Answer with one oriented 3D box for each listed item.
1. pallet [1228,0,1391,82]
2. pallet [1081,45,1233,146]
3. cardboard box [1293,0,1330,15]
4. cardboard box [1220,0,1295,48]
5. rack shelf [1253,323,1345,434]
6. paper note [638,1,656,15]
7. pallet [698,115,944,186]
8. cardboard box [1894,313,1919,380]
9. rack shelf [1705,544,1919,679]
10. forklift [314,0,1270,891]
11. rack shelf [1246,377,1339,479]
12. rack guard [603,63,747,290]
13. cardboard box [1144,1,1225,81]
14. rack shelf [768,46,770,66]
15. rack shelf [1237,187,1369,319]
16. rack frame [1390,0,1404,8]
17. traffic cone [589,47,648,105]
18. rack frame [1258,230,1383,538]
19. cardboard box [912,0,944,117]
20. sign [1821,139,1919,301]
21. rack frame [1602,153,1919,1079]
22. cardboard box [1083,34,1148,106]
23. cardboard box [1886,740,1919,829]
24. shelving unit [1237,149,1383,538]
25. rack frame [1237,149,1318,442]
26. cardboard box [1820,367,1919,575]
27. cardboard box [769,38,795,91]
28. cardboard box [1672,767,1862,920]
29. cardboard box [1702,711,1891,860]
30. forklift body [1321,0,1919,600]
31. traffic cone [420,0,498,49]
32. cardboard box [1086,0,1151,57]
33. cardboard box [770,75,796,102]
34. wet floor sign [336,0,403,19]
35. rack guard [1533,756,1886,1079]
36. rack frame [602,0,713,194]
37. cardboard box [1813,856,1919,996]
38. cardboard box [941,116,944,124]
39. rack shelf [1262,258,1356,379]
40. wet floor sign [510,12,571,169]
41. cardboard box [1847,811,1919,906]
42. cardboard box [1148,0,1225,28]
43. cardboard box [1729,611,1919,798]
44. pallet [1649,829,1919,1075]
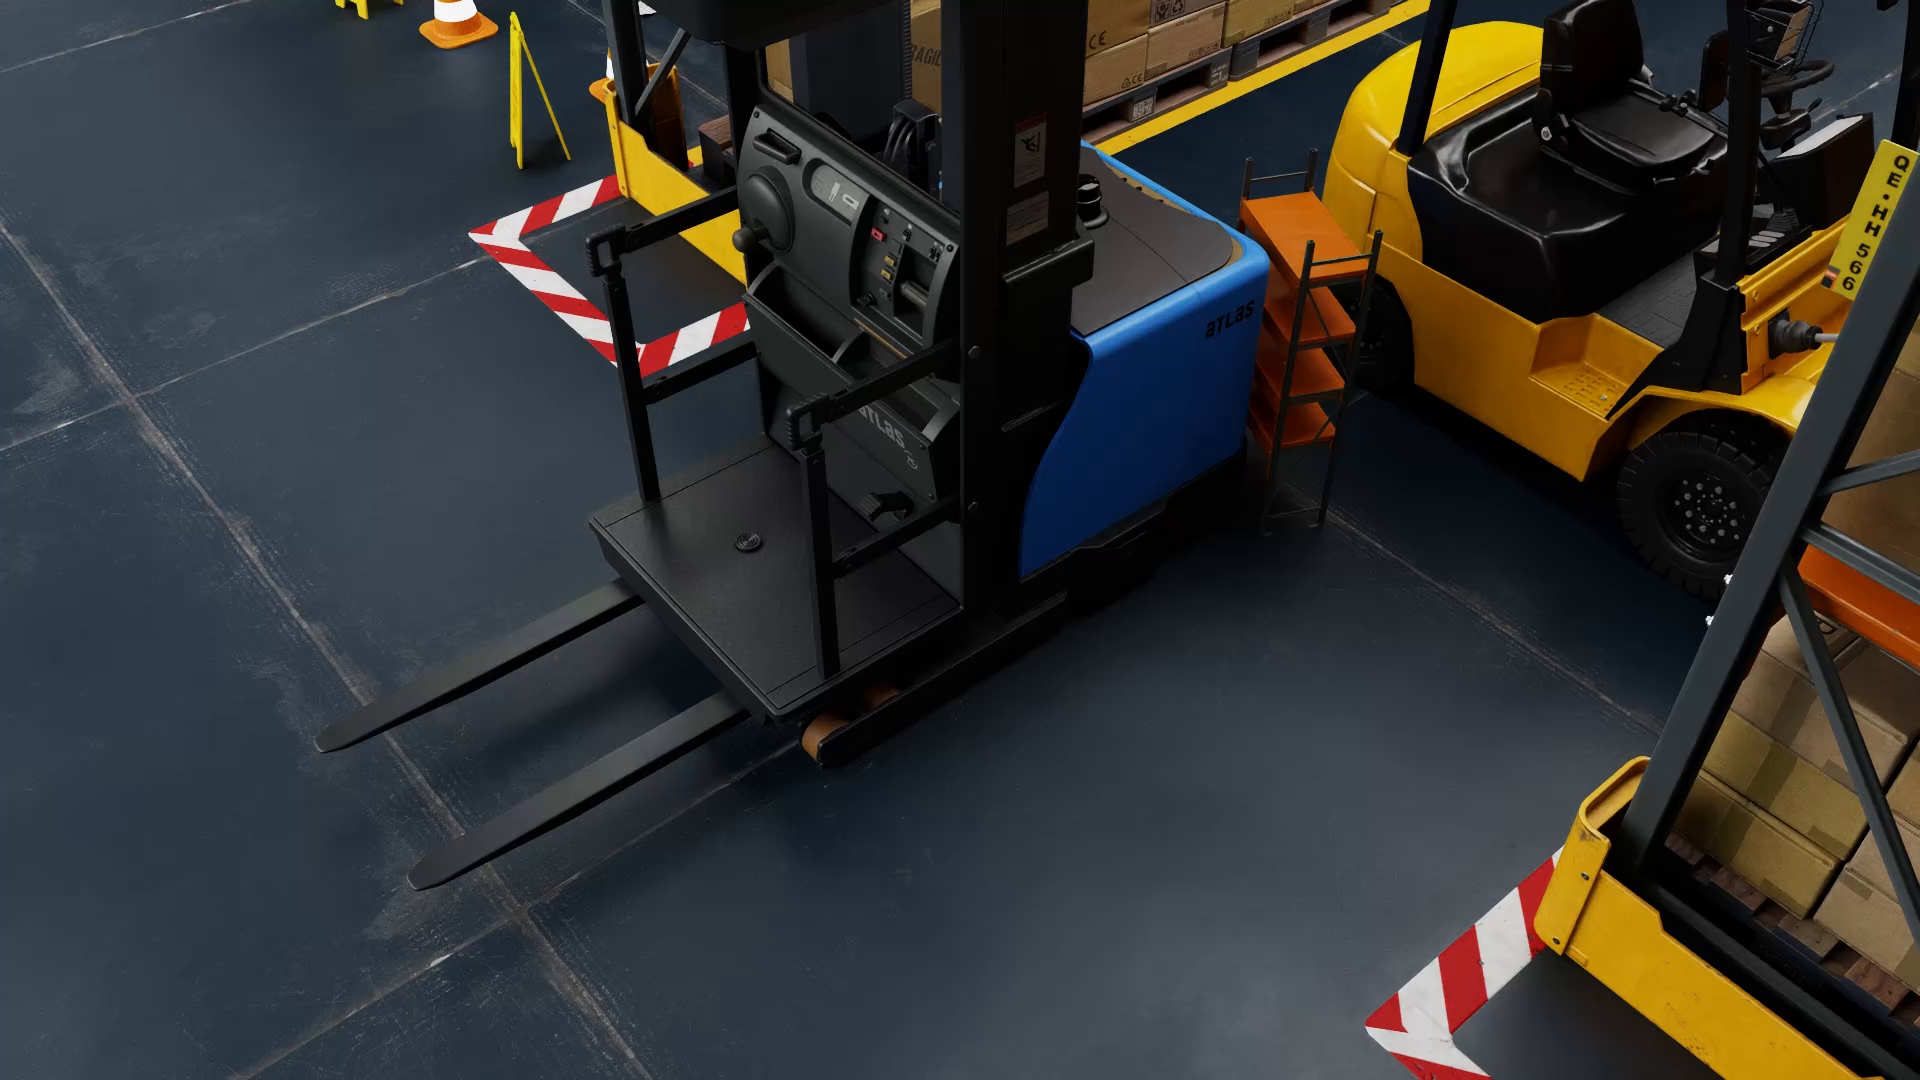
[{"bbox_3d":[1.477,-2.835,8.614,1.213,0.211,1.003,-30,51,-28],"label":"pallet"},{"bbox_3d":[0.540,-2.296,8.041,1.213,0.211,1.003,-30,51,-28],"label":"pallet"},{"bbox_3d":[1.688,-2.915,8.364,0.500,0.250,0.500,-28,50,-26],"label":"cardboard box"},{"bbox_3d":[1.286,-2.676,8.109,0.500,0.250,0.500,-31,51,-29],"label":"cardboard box"},{"bbox_3d":[1.089,-0.582,5.591,0.258,0.148,0.480,-10,44,-11],"label":"rack shelf"},{"bbox_3d":[-1.651,-2.786,8.694,0.148,0.019,0.142,22,47,21],"label":"paper note"},{"bbox_3d":[-0.395,-1.763,7.473,1.213,0.211,1.003,-30,51,-28],"label":"pallet"},{"bbox_3d":[2.175,-0.375,3.412,0.250,0.149,0.380,-29,50,-27],"label":"cardboard box"},{"bbox_3d":[3.622,-0.419,4.531,4.000,0.370,1.077,-30,51,-28],"label":"rack shelf"},{"bbox_3d":[-0.485,-0.800,4.461,3.031,2.935,1.130,-29,50,-27],"label":"forklift"},{"bbox_3d":[1.089,-0.437,5.727,0.258,0.148,0.480,-10,44,-11],"label":"rack shelf"},{"bbox_3d":[-1.041,-1.530,7.014,0.348,0.500,1.175,-30,51,-28],"label":"rack guard"},{"bbox_3d":[0.893,-2.455,7.874,0.500,0.250,0.500,-29,50,-27],"label":"cardboard box"},{"bbox_3d":[0.435,-3.024,7.304,4.000,0.370,1.077,-30,51,-28],"label":"rack shelf"},{"bbox_3d":[1.089,-0.917,5.276,0.258,0.148,0.480,-10,44,-11],"label":"rack shelf"},{"bbox_3d":[1.969,-4.165,7.993,0.127,3.000,1.000,-30,51,-28],"label":"rack frame"},{"bbox_3d":[-1.597,-2.349,7.914,0.334,0.463,0.336,-30,51,-28],"label":"traffic cone"},{"bbox_3d":[1.150,-0.469,5.373,0.240,1.200,0.015,-10,44,-11],"label":"rack frame"},{"bbox_3d":[-0.285,-2.052,6.898,0.500,0.500,0.500,-32,52,-29],"label":"cardboard box"},{"bbox_3d":[1.751,-0.602,3.182,0.005,0.325,0.100,-30,51,-28],"label":"sign"},{"bbox_3d":[2.088,0.197,3.349,0.127,3.000,1.000,-30,51,-28],"label":"rack frame"},{"bbox_3d":[0.504,-2.234,7.640,0.500,0.250,0.500,-26,49,-25],"label":"cardboard box"},{"bbox_3d":[2.578,0.570,3.923,0.500,0.250,0.500,-31,51,-28],"label":"cardboard box"},{"bbox_3d":[1.089,-0.631,5.545,0.258,1.200,0.503,-10,44,-11],"label":"shelving unit"},{"bbox_3d":[1.028,-0.793,5.717,0.240,1.200,0.015,-10,44,-11],"label":"rack frame"},{"bbox_3d":[2.297,-0.193,3.692,0.500,0.500,0.500,-31,51,-29],"label":"cardboard box"},{"bbox_3d":[-0.652,-2.321,7.184,0.500,0.500,0.500,-29,51,-28],"label":"cardboard box"},{"bbox_3d":[2.246,0.674,4.543,0.500,0.250,0.500,-29,51,-28],"label":"cardboard box"},{"bbox_3d":[2.261,0.486,4.378,0.500,0.250,0.500,-30,51,-28],"label":"cardboard box"},{"bbox_3d":[2.372,-1.284,5.547,1.214,2.155,2.313,-30,51,-28],"label":"forklift body"},{"bbox_3d":[-2.570,-2.783,8.375,0.334,0.463,0.336,-30,51,-28],"label":"traffic cone"},{"bbox_3d":[0.503,-2.500,7.375,0.500,0.500,0.500,-29,50,-27],"label":"cardboard box"},{"bbox_3d":[-0.633,-2.065,7.460,0.500,0.250,0.500,-30,51,-28],"label":"cardboard box"},{"bbox_3d":[-3.104,-3.052,8.528,0.267,0.644,0.232,30,51,28],"label":"wet floor sign"},{"bbox_3d":[2.070,1.119,4.194,0.348,0.500,1.175,-30,51,-28],"label":"rack guard"},{"bbox_3d":[-1.099,-2.408,6.123,0.127,3.000,1.000,-30,51,-28],"label":"rack frame"},{"bbox_3d":[2.591,0.933,4.267,0.500,0.250,0.500,-30,51,-28],"label":"cardboard box"},{"bbox_3d":[-0.303,-1.768,7.143,0.500,0.250,0.500,-30,51,-28],"label":"cardboard box"},{"bbox_3d":[1.089,-0.745,5.438,0.258,0.148,0.480,-10,44,-11],"label":"rack shelf"},{"bbox_3d":[-1.931,-2.028,7.438,0.232,0.644,0.267,-14,45,-14],"label":"wet floor sign"},{"bbox_3d":[2.582,0.767,4.079,0.500,0.250,0.500,-29,50,-27],"label":"cardboard box"},{"bbox_3d":[0.908,-2.739,7.629,0.500,0.500,0.500,-27,50,-26],"label":"cardboard box"},{"bbox_3d":[2.241,0.316,4.194,0.500,0.250,0.500,-28,50,-27],"label":"cardboard box"},{"bbox_3d":[2.648,0.856,4.685,1.213,0.211,1.003,-30,51,-28],"label":"pallet"}]
